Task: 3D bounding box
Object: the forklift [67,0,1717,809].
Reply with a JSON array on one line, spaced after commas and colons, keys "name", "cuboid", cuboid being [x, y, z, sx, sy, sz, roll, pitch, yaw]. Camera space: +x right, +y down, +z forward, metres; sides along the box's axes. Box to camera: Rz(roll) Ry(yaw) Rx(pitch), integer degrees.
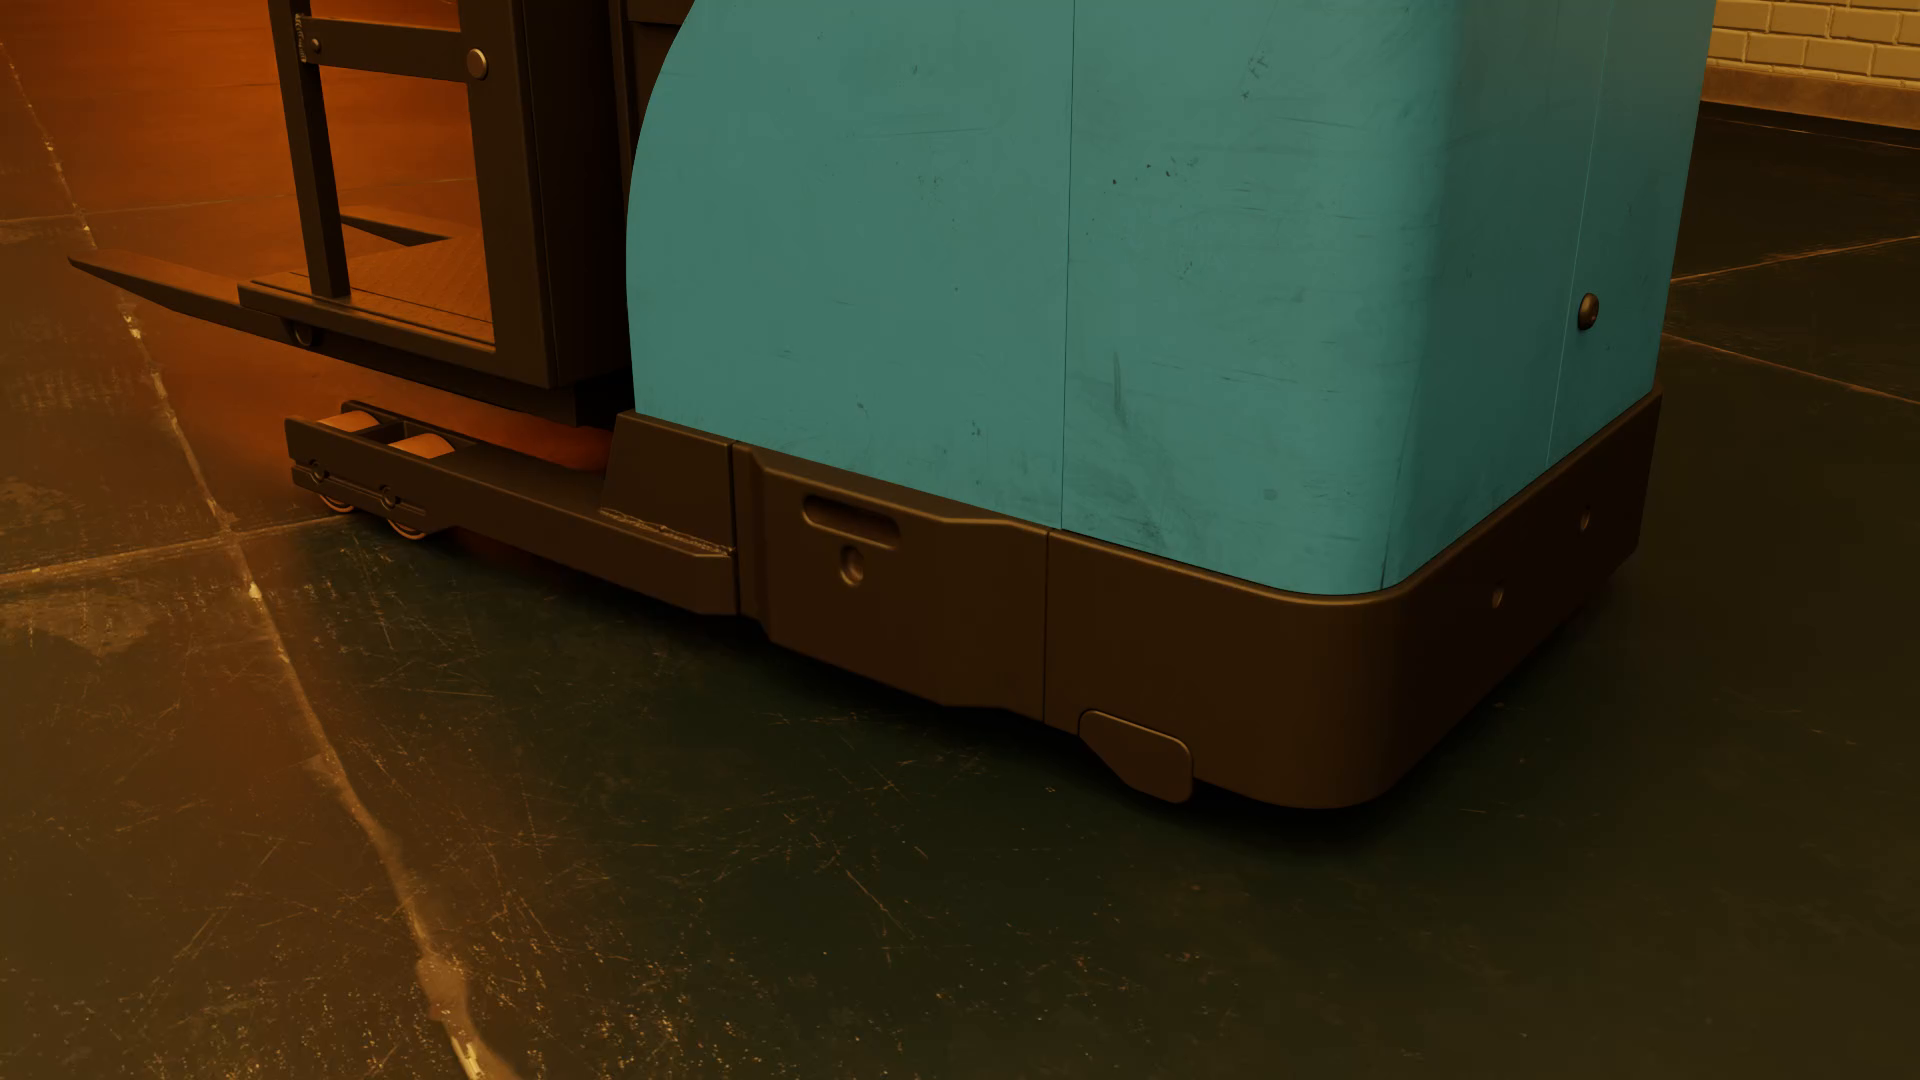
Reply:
[{"name": "forklift", "cuboid": [-0.481, -1.497, 2.422, 3.031, 2.935, 1.130, 16, 27, 34]}]
